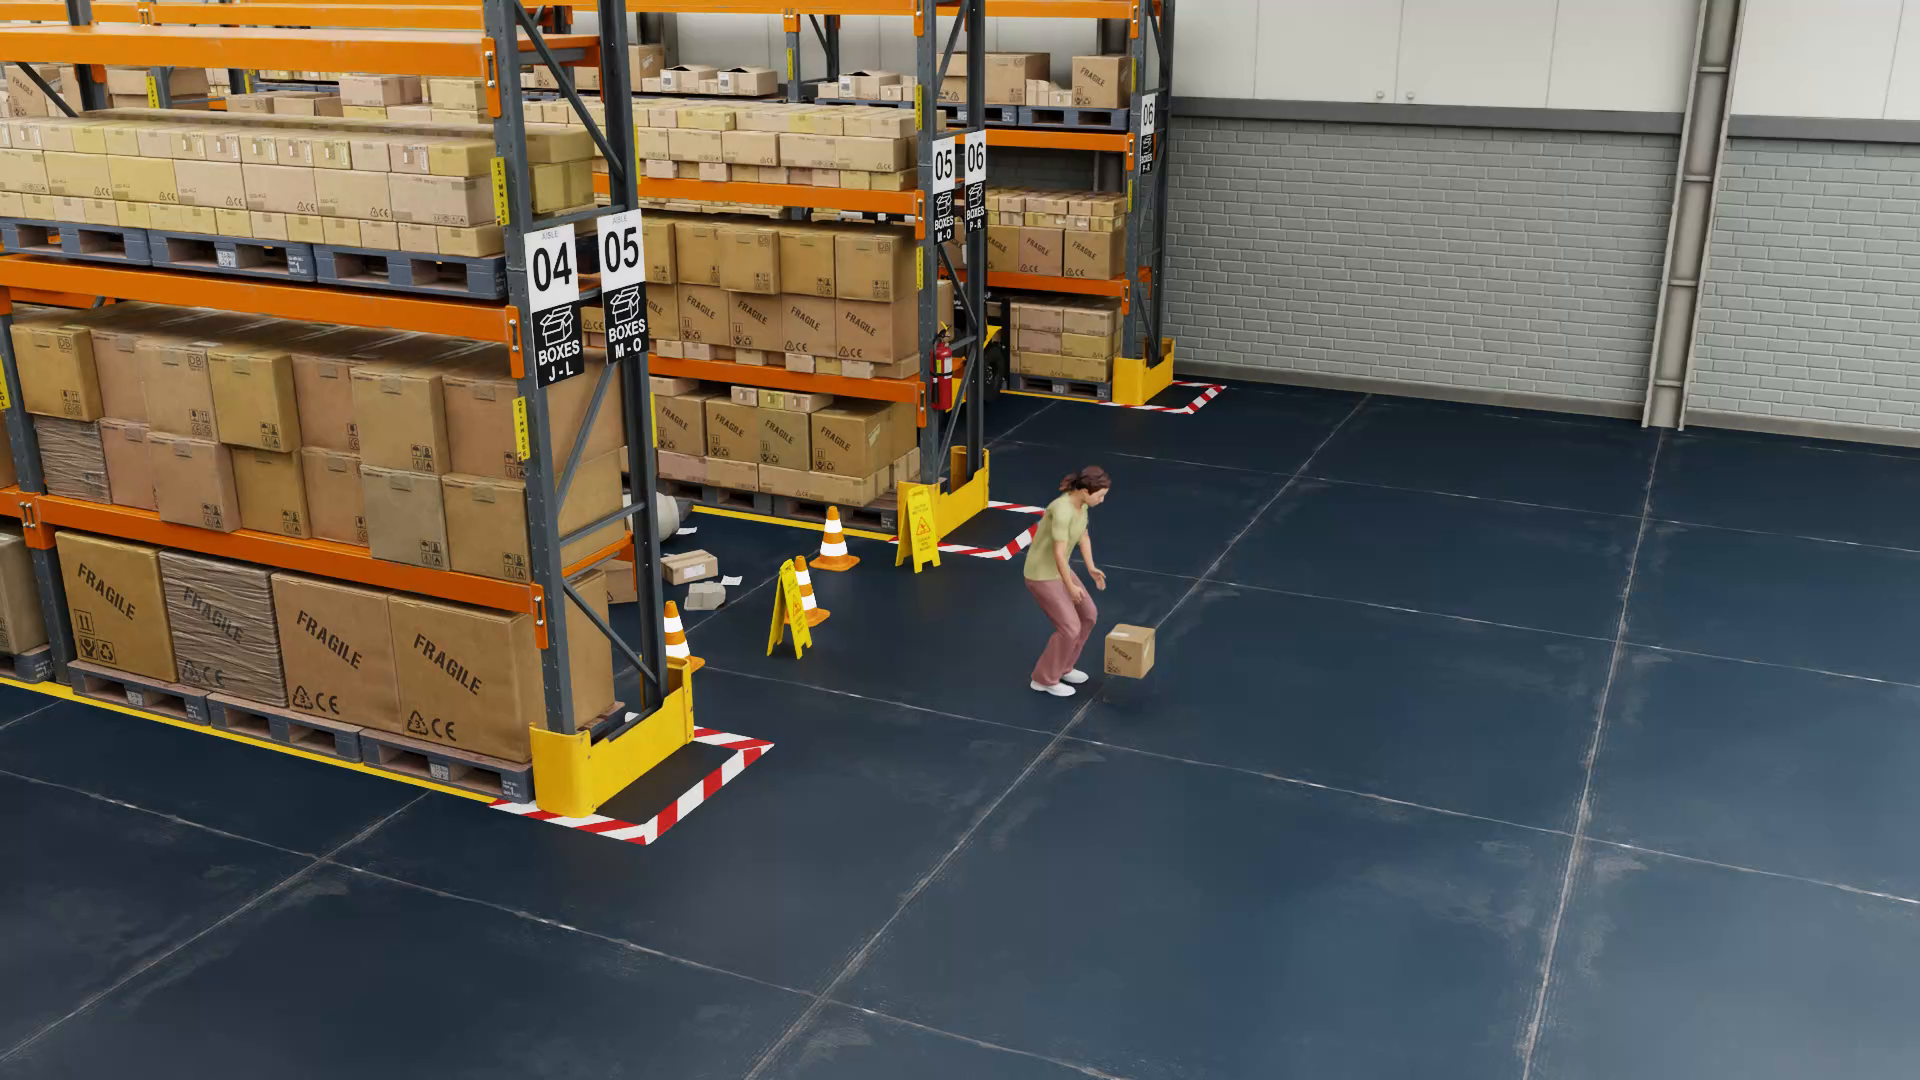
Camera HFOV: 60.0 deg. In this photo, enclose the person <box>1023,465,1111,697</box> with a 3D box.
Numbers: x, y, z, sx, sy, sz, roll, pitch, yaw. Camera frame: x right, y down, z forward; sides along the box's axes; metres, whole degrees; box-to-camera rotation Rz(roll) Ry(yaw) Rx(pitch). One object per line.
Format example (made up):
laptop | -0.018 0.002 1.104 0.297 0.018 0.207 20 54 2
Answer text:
person | 0.691 0.233 10.653 0.533 1.515 0.498 9 21 24
